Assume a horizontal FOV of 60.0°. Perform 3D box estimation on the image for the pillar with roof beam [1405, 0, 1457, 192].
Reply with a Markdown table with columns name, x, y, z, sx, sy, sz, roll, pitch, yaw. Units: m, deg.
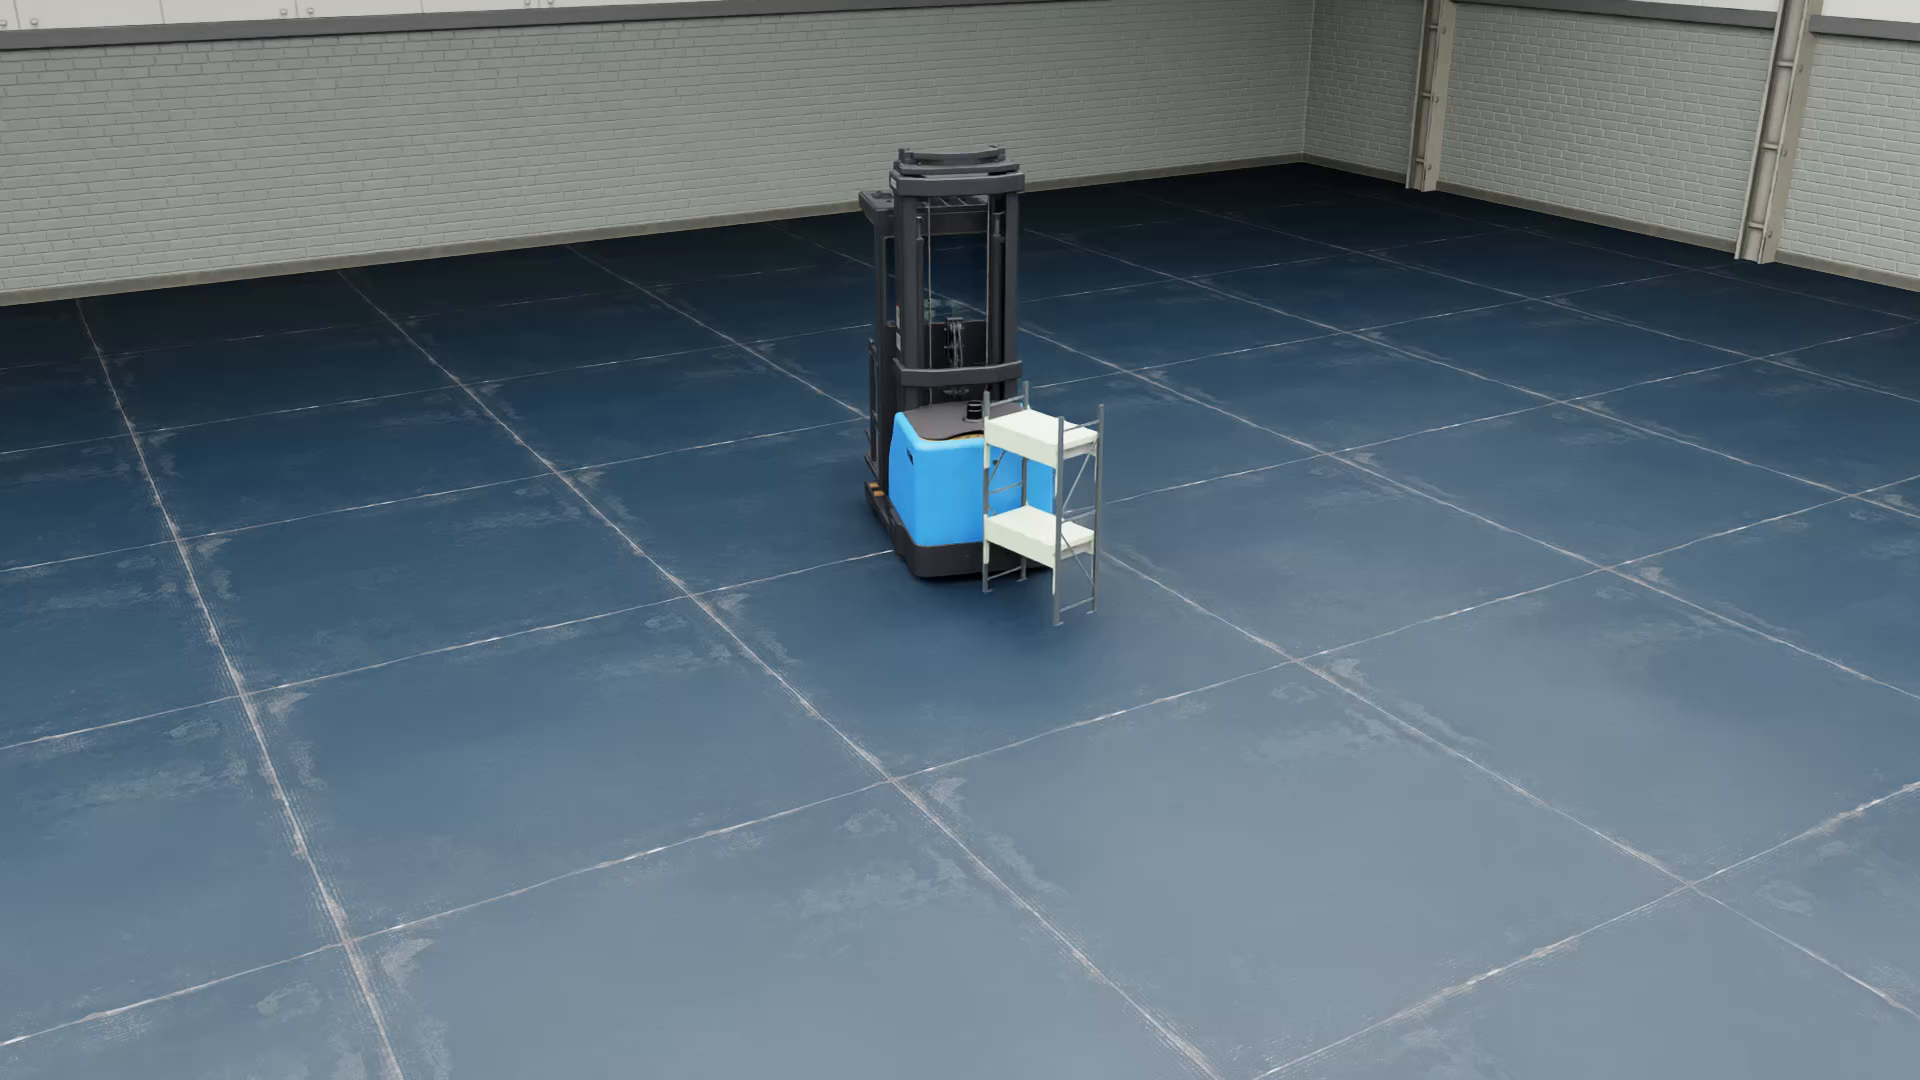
| name | x | y | z | sx | sy | sz | roll | pitch | yaw |
| --- | --- | --- | --- | --- | --- | --- | --- | --- | --- |
| pillar with roof beam | 3.692 | -8.971 | 22.932 | 9.100 | 9.000 | 0.400 | -13 | 25 | -28 |

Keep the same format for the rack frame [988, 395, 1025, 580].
| name | x | y | z | sx | sy | sz | roll | pitch | yaw |
| --- | --- | --- | --- | --- | --- | --- | --- | --- | --- |
| rack frame | 0.317 | -0.360 | 11.704 | 0.380 | 1.308 | 0.010 | -18 | 28 | -37 |

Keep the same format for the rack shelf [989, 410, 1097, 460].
| name | x | y | z | sx | sy | sz | roll | pitch | yaw |
| --- | --- | --- | --- | --- | --- | --- | --- | --- | --- |
| rack shelf | 0.557 | -0.708 | 11.265 | 0.368 | 0.124 | 0.686 | -18 | 28 | -37 |

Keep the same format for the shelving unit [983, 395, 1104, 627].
| name | x | y | z | sx | sy | sz | roll | pitch | yaw |
| --- | --- | --- | --- | --- | --- | --- | --- | --- | --- |
| shelving unit | 0.559 | -0.255 | 11.446 | 0.431 | 1.500 | 0.748 | -18 | 28 | -37 |

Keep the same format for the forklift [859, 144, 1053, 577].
| name | x | y | z | sx | sy | sz | roll | pitch | yaw |
| --- | --- | --- | --- | --- | --- | --- | --- | --- | --- |
| forklift | -0.153 | -1.614 | 12.891 | 1.130 | 2.935 | 3.031 | -5 | 23 | -12 |

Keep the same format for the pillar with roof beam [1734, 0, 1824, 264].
| name | x | y | z | sx | sy | sz | roll | pitch | yaw |
| --- | --- | --- | --- | --- | --- | --- | --- | --- | --- |
| pillar with roof beam | 6.757 | -7.029 | 18.153 | 9.100 | 9.000 | 0.400 | -13 | 25 | -28 |

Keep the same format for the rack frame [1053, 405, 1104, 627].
| name | x | y | z | sx | sy | sz | roll | pitch | yaw |
| --- | --- | --- | --- | --- | --- | --- | --- | --- | --- |
| rack frame | 0.796 | -0.151 | 11.192 | 0.400 | 1.500 | 0.023 | -18 | 28 | -37 |

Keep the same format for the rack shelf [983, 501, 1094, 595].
| name | x | y | z | sx | sy | sz | roll | pitch | yaw |
| --- | --- | --- | --- | --- | --- | --- | --- | --- | --- |
| rack shelf | 0.557 | 0.046 | 11.571 | 0.431 | 0.370 | 0.720 | -18 | 28 | -37 |
